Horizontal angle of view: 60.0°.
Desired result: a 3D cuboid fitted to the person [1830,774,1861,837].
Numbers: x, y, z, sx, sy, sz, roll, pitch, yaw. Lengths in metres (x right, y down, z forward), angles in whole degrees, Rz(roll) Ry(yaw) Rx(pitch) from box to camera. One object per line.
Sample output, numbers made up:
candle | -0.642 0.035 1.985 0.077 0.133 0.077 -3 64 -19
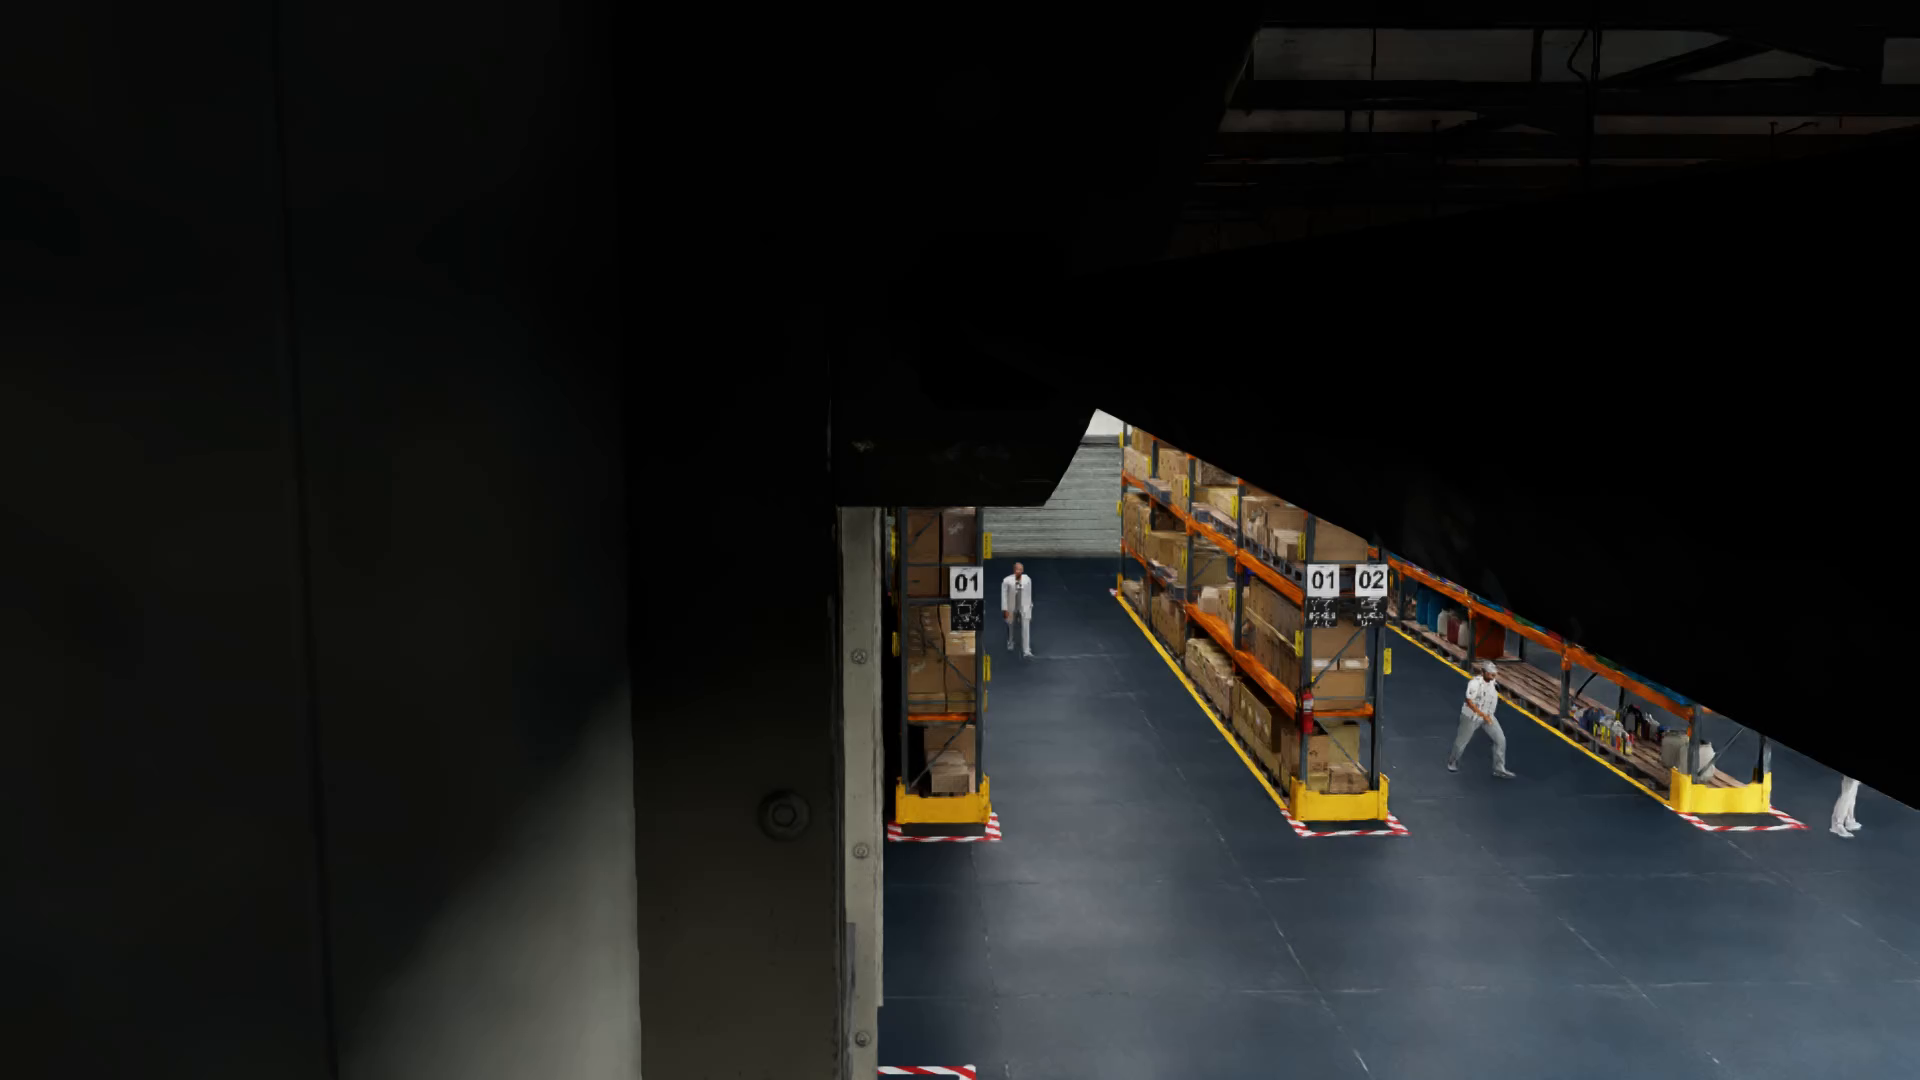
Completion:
person | 10.737 2.704 20.008 0.453 1.677 0.605 1 8 10

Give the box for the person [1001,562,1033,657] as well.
person | 1.042 1.229 30.240 0.601 1.698 1.196 -1 8 -4

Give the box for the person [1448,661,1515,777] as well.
person | 7.042 2.386 22.484 0.656 1.598 0.781 -3 9 -22

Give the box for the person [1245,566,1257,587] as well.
person | 5.722 0.951 32.747 0.592 1.604 0.518 -1 8 -5
